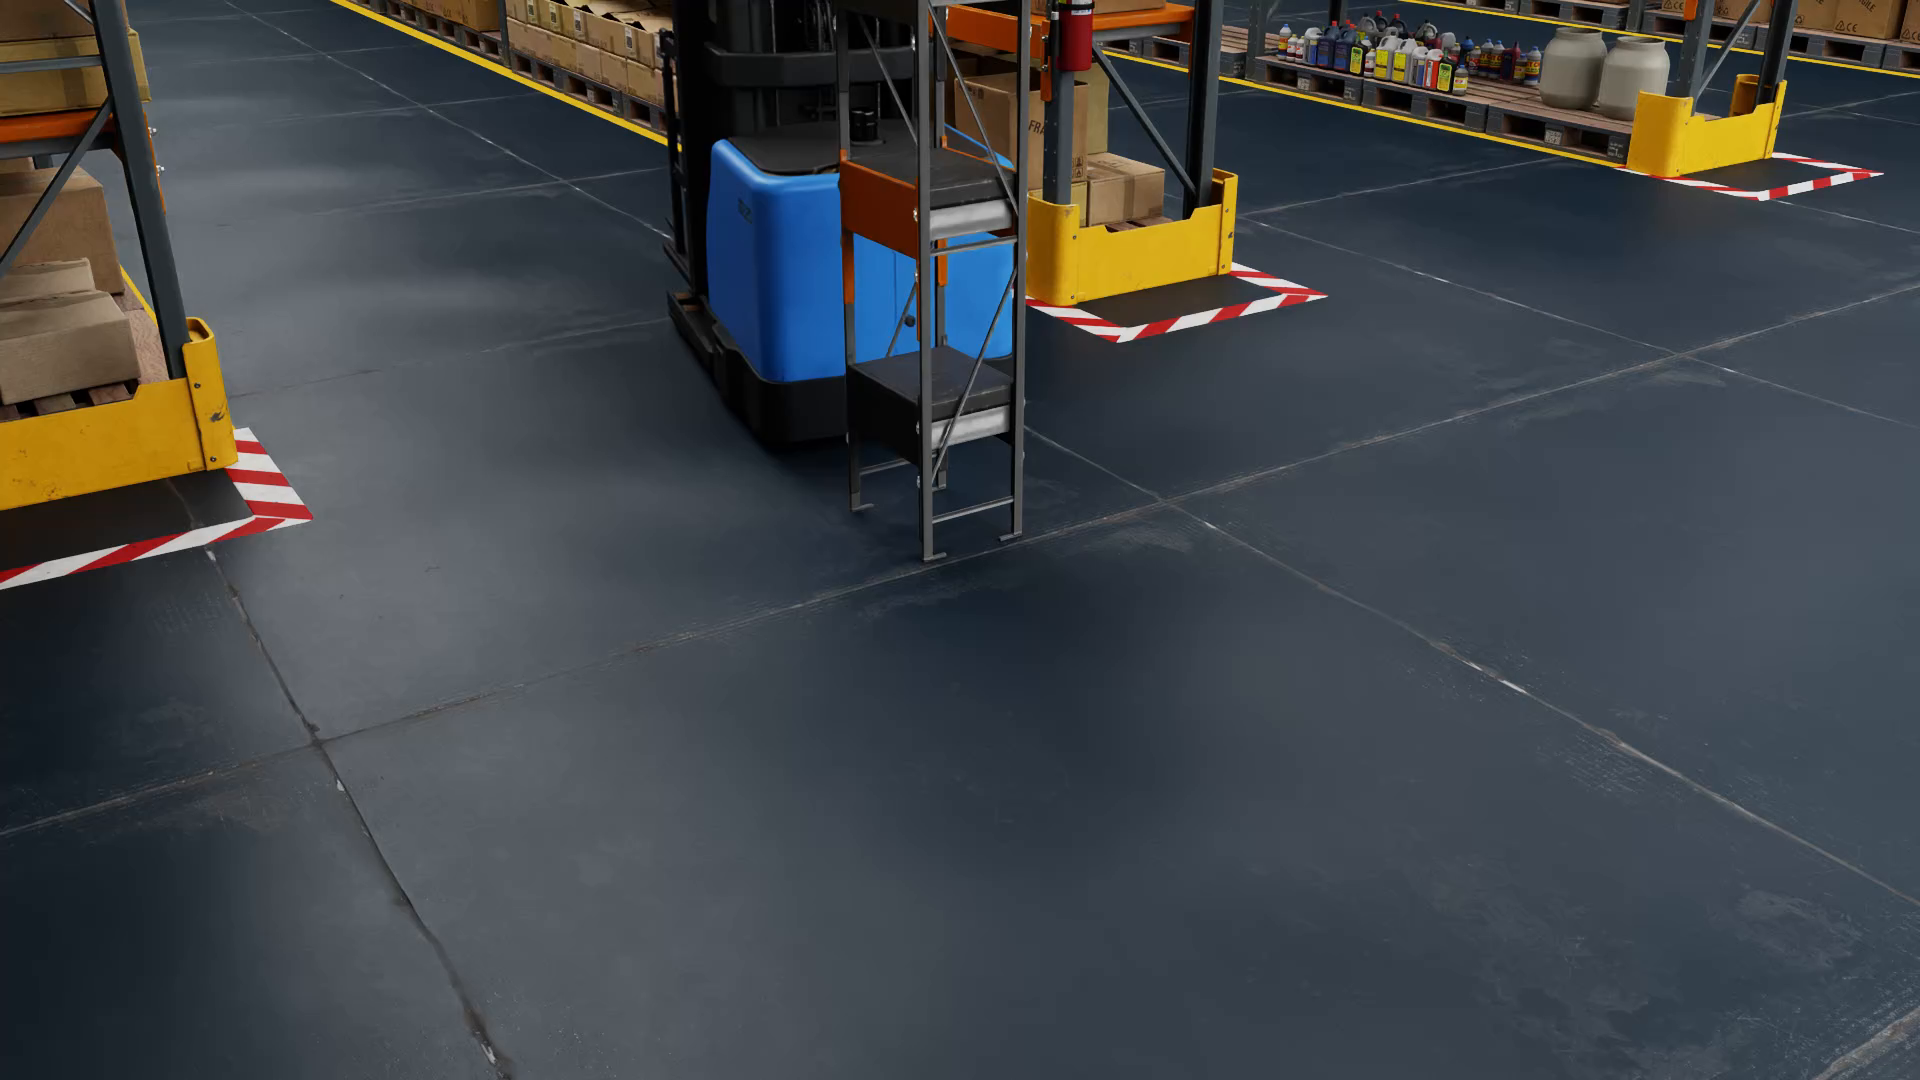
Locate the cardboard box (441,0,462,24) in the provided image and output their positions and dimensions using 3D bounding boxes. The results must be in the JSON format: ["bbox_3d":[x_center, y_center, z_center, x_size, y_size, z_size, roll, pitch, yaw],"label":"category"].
[{"bbox_3d":[-4.501,-5.097,15.446,0.500,0.500,0.500,-17,30,-31],"label":"cardboard box"}]

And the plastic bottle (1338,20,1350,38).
[{"bbox_3d":[3.038,-3.935,13.160,0.144,0.351,0.185,-16,29,-30],"label":"plastic bottle"}]

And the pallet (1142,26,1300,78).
[{"bbox_3d":[2.363,-4.297,14.604,1.003,0.211,1.213,-16,29,-30],"label":"pallet"}]

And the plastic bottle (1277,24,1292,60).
[{"bbox_3d":[2.631,-4.035,13.464,0.097,0.271,0.097,0,25,0],"label":"plastic bottle"}]

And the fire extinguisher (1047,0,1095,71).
[{"bbox_3d":[0.531,-2.517,7.658,0.296,0.674,0.183,-16,29,-30],"label":"fire extinguisher"}]

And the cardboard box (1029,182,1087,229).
[{"bbox_3d":[0.315,-1.772,8.718,0.500,0.250,0.500,-16,29,-30],"label":"cardboard box"}]

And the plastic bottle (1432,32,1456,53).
[{"bbox_3d":[3.784,-3.847,13.060,0.152,0.276,0.135,-15,29,-29],"label":"plastic bottle"}]

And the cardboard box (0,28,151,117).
[{"bbox_3d":[-3.293,-1.736,6.066,0.500,0.250,0.500,-17,30,-31],"label":"cardboard box"}]

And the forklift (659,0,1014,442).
[{"bbox_3d":[-0.747,-2.305,7.200,1.130,2.935,3.031,-9,27,-18],"label":"forklift"}]

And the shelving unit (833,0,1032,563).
[{"bbox_3d":[-0.090,-1.009,5.427,0.431,2.100,0.503,-16,29,-30],"label":"shelving unit"}]

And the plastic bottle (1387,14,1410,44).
[{"bbox_3d":[3.522,-4.055,13.414,0.144,0.351,0.185,-17,30,-32],"label":"plastic bottle"}]

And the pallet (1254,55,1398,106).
[{"bbox_3d":[3.156,-3.775,13.499,1.003,0.211,1.213,-16,29,-30],"label":"pallet"}]

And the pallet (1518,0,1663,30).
[{"bbox_3d":[6.548,-5.457,17.063,1.003,0.211,1.213,-16,29,-30],"label":"pallet"}]

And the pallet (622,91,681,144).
[{"bbox_3d":[-1.763,-3.126,12.125,1.003,0.211,1.213,-16,29,-30],"label":"pallet"}]

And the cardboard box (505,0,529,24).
[{"bbox_3d":[-3.472,-4.508,13.857,0.500,0.311,0.500,-14,29,-28],"label":"cardboard box"}]

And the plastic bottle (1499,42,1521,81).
[{"bbox_3d":[4.171,-3.632,12.597,0.061,0.283,0.133,-15,29,-29],"label":"plastic bottle"}]

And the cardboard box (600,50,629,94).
[{"bbox_3d":[-2.351,-3.524,12.431,0.500,0.250,0.500,-15,29,-28],"label":"cardboard box"}]

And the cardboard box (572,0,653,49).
[{"bbox_3d":[-2.620,-3.955,12.687,0.500,0.311,0.500,-16,30,-30],"label":"cardboard box"}]

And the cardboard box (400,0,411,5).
[{"bbox_3d":[-5.335,-5.645,16.606,0.500,0.500,0.500,-15,29,-29],"label":"cardboard box"}]

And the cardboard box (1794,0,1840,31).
[{"bbox_3d":[7.883,-4.940,15.138,0.500,0.500,0.500,-19,31,-34],"label":"cardboard box"}]

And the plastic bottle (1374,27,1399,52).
[{"bbox_3d":[3.412,-3.978,13.338,0.152,0.276,0.135,-16,29,-30],"label":"plastic bottle"}]

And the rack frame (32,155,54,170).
[{"bbox_3d":[-5.476,-2.977,8.543,1.000,3.000,0.127,-16,29,-30],"label":"rack frame"}]

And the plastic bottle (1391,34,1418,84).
[{"bbox_3d":[3.354,-3.615,12.482,0.144,0.351,0.185,-14,29,-27],"label":"plastic bottle"}]

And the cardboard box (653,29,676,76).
[{"bbox_3d":[-1.789,-3.411,11.534,0.500,0.311,0.500,-16,29,-30],"label":"cardboard box"}]

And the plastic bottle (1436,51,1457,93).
[{"bbox_3d":[3.559,-3.418,12.143,0.061,0.283,0.133,-15,29,-28],"label":"plastic bottle"}]

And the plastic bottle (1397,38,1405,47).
[{"bbox_3d":[3.363,-3.692,12.731,0.152,0.276,0.135,-16,29,-30],"label":"plastic bottle"}]

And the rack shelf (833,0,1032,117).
[{"bbox_3d":[-0.090,-1.629,5.134,0.431,0.518,0.480,-16,29,-30],"label":"rack shelf"}]

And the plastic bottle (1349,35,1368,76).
[{"bbox_3d":[3.076,-3.735,12.814,0.061,0.283,0.133,-14,29,-27],"label":"plastic bottle"}]

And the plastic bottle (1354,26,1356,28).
[{"bbox_3d":[3.284,-4.162,13.816,0.097,0.201,0.097,0,25,0],"label":"plastic bottle"}]

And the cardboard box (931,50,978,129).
[{"bbox_3d":[-0.245,-2.464,9.307,0.500,0.500,0.500,-16,29,-30],"label":"cardboard box"}]

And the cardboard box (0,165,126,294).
[{"bbox_3d":[-4.265,-1.361,7.533,0.700,0.500,0.500,-18,31,-33],"label":"cardboard box"}]

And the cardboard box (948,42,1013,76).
[{"bbox_3d":[0.191,-2.586,9.564,0.500,0.500,0.500,-16,29,-30],"label":"cardboard box"}]

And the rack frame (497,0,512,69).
[{"bbox_3d":[-3.511,-5.564,14.022,1.000,3.000,0.127,-16,29,-30],"label":"rack frame"}]

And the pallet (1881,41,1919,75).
[{"bbox_3d":[8.702,-4.074,14.133,1.003,0.211,1.213,-16,29,-30],"label":"pallet"}]

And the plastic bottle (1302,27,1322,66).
[{"bbox_3d":[2.830,-3.928,13.231,0.152,0.276,0.135,-14,29,-28],"label":"plastic bottle"}]

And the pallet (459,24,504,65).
[{"bbox_3d":[-3.887,-4.578,15.201,1.003,0.211,1.213,-16,29,-30],"label":"pallet"}]

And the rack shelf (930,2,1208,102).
[{"bbox_3d":[-0.236,-3.092,9.629,1.077,0.370,4.000,-16,29,-30],"label":"rack shelf"}]

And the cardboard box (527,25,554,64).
[{"bbox_3d":[-3.196,-4.075,13.597,0.500,0.250,0.500,-16,30,-31],"label":"cardboard box"}]

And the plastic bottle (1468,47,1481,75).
[{"bbox_3d":[3.984,-3.704,12.844,0.097,0.201,0.097,0,25,0],"label":"plastic bottle"}]

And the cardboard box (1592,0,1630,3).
[{"bbox_3d":[6.657,-5.733,16.794,0.700,0.500,0.500,-18,31,-33],"label":"cardboard box"}]

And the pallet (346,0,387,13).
[{"bbox_3d":[-6.069,-5.979,18.168,1.003,0.211,1.213,-16,29,-30],"label":"pallet"}]

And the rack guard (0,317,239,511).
[{"bbox_3d":[-3.334,-0.443,6.103,1.175,0.500,0.348,-16,29,-30],"label":"rack guard"}]

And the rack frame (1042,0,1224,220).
[{"bbox_3d":[0.856,-2.702,7.960,1.000,3.000,0.127,-16,29,-30],"label":"rack frame"}]
